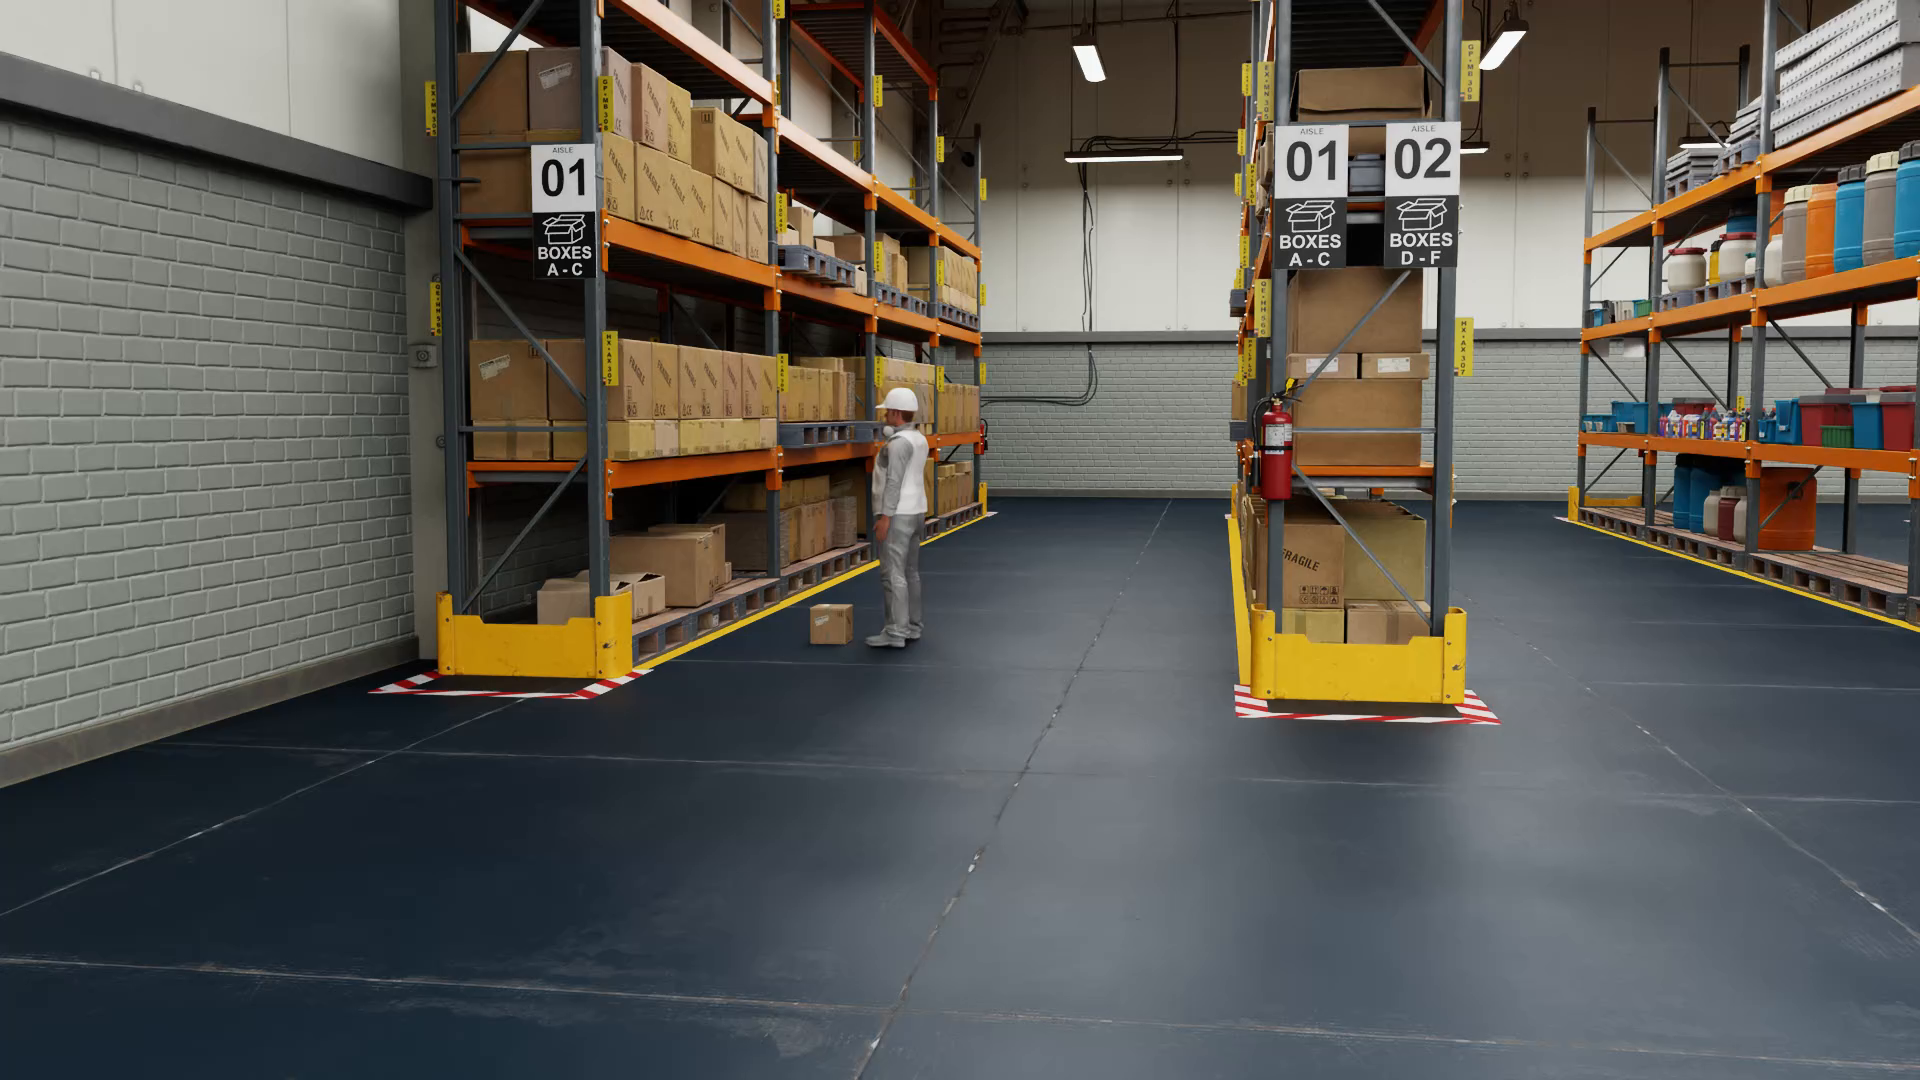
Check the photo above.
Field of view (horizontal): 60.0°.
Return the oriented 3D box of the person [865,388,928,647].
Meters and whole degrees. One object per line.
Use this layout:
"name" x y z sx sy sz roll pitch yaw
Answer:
"person" -0.445 -0.165 11.537 0.394 1.778 0.589 1 5 17
